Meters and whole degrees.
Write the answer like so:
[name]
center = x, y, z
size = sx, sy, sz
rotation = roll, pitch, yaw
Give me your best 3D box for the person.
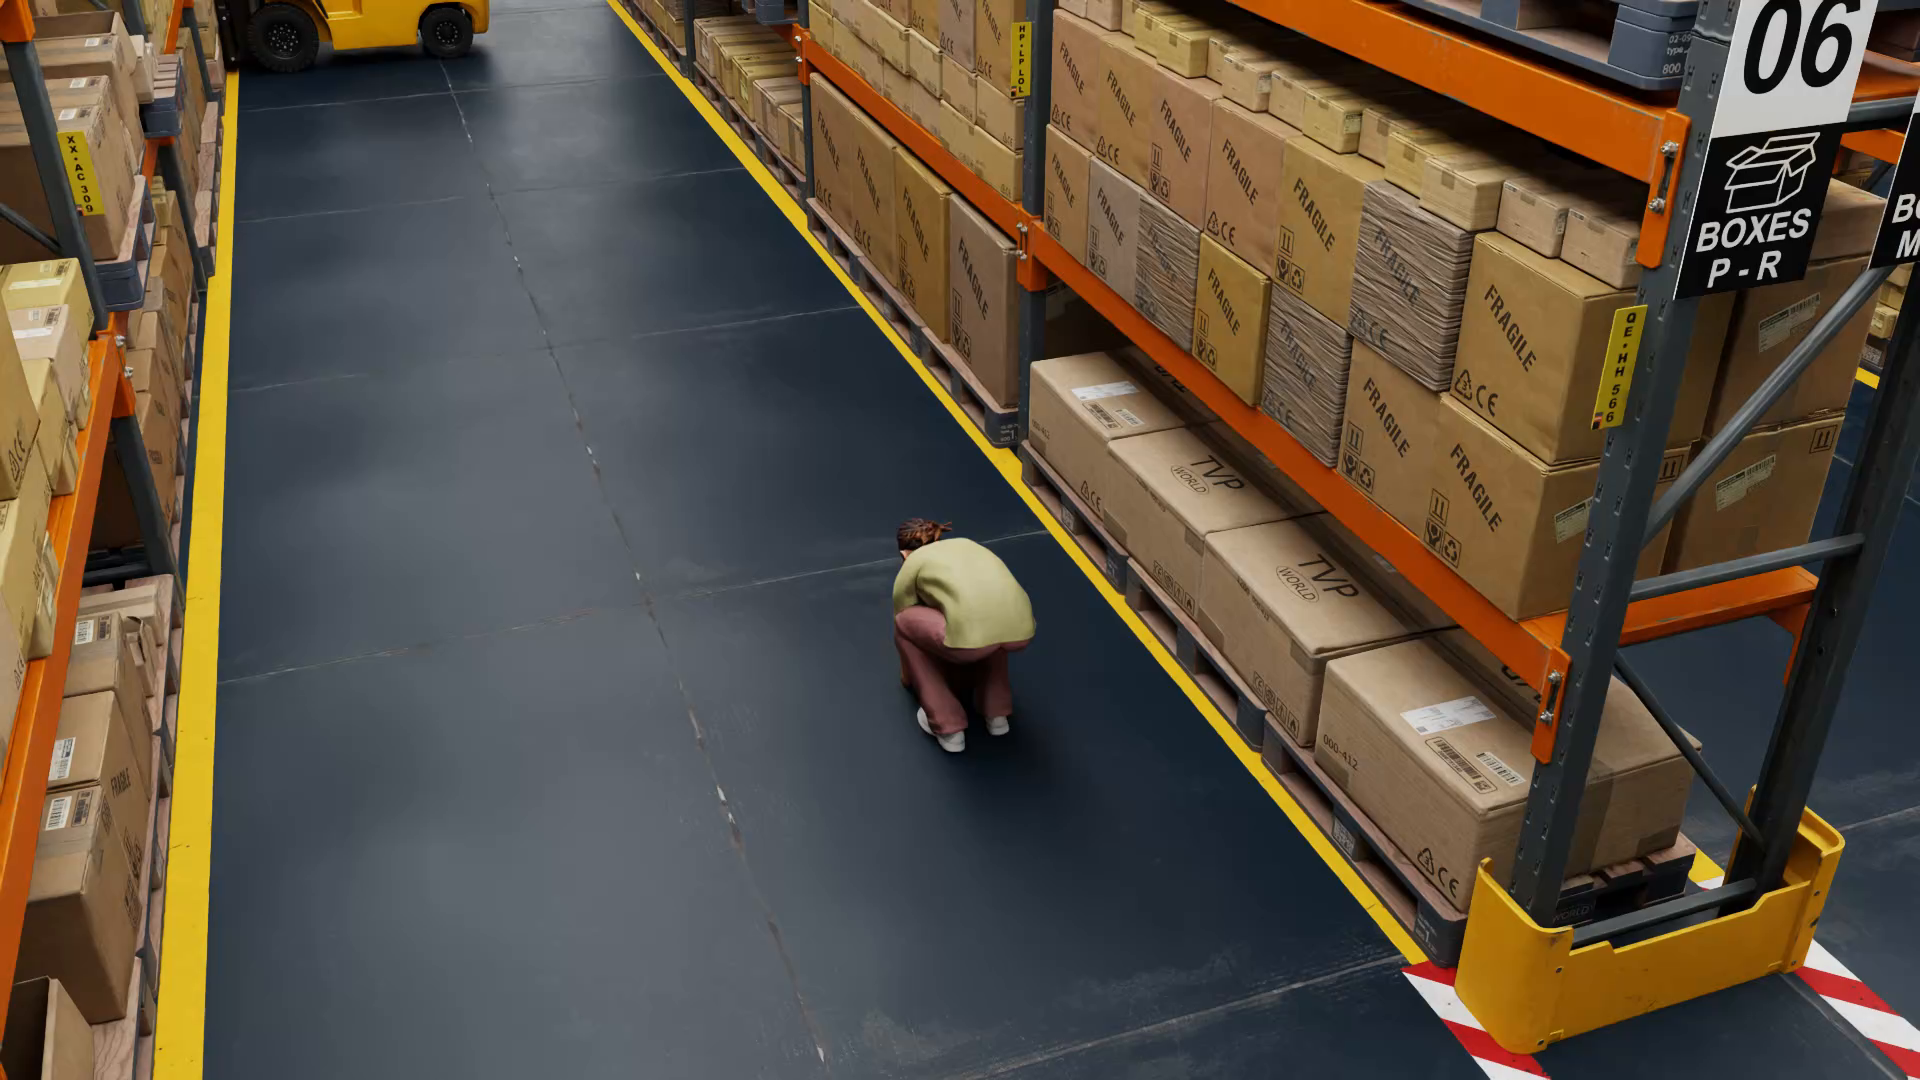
[person]
center = -0.022, 0.346, 6.455
size = 0.463, 0.783, 0.866
rotation = -12, 32, -19
